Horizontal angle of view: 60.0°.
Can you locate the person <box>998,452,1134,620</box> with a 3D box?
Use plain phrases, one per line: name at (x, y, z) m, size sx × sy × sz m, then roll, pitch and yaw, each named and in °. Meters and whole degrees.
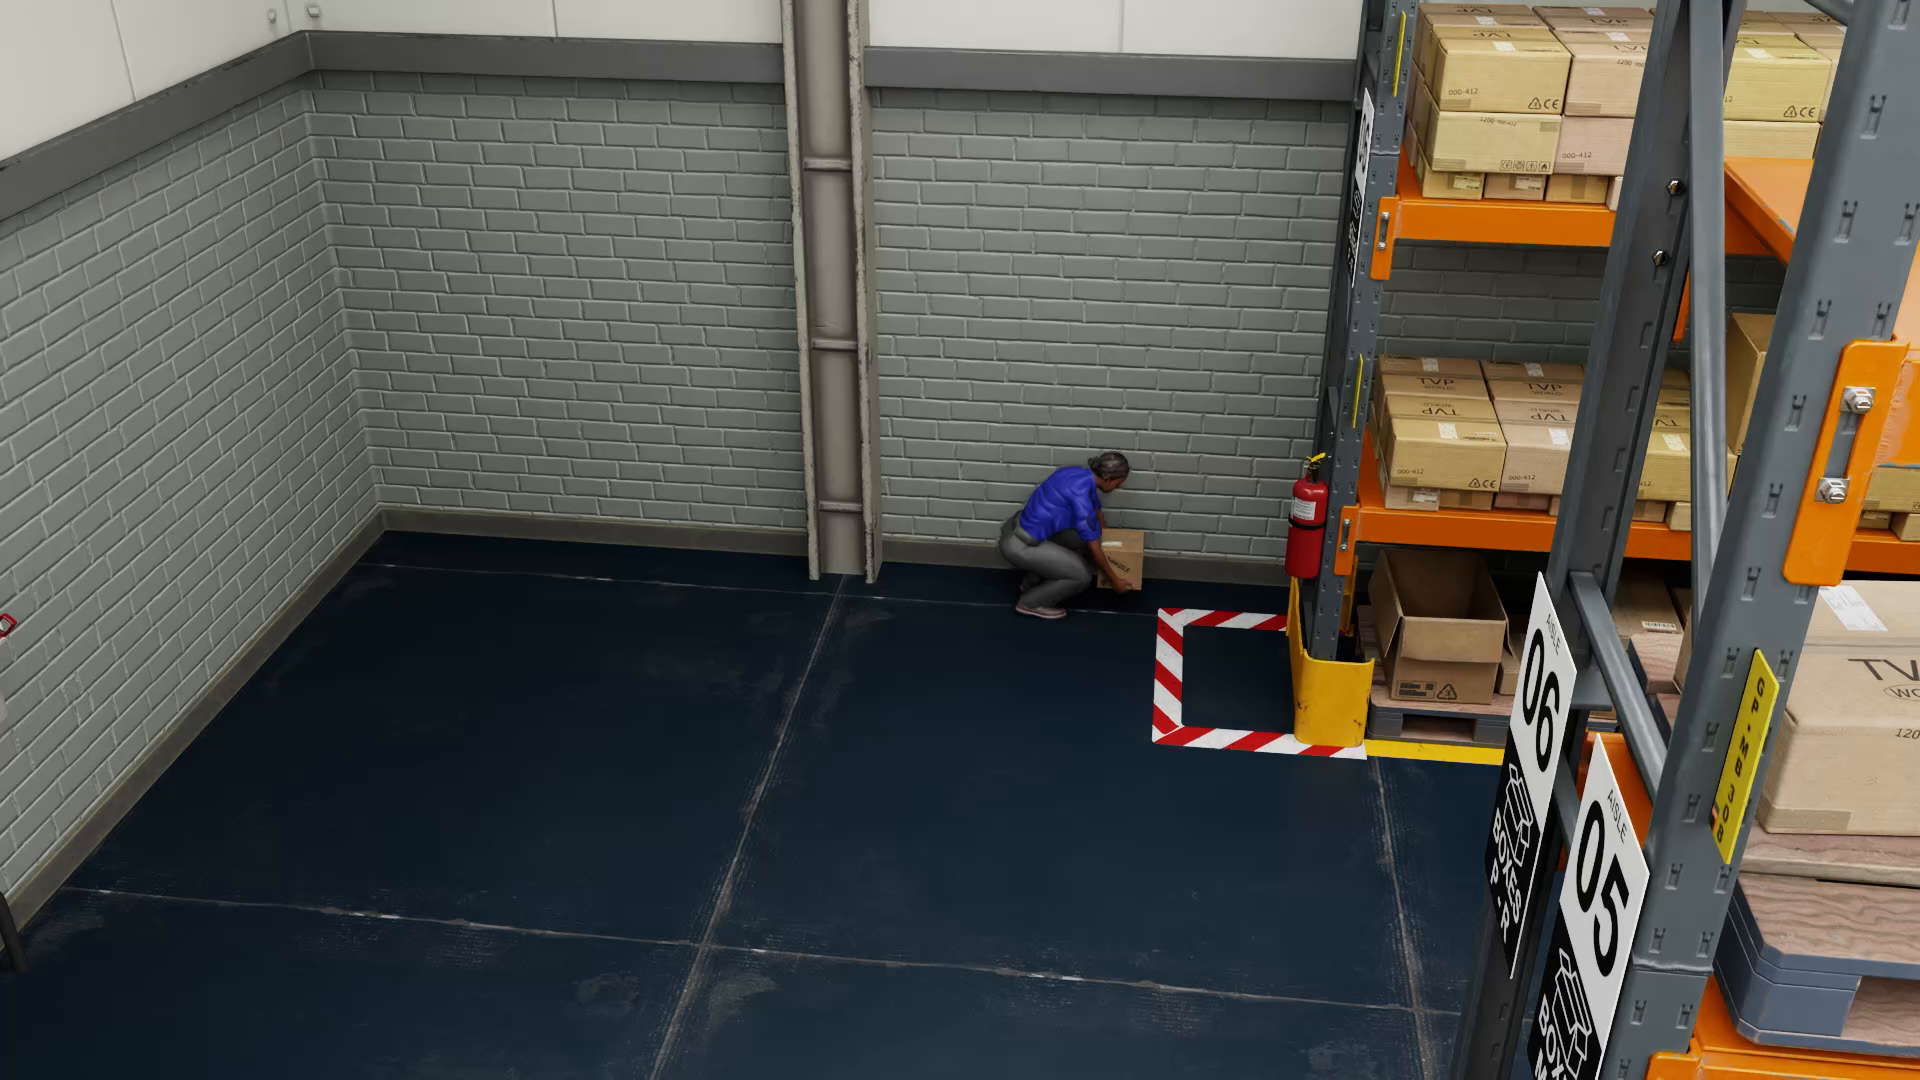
person at (0.616, -0.042, 9.451) m, size 0.790 × 0.963 × 0.463 m, roll 3°, pitch 29°, yaw 5°
